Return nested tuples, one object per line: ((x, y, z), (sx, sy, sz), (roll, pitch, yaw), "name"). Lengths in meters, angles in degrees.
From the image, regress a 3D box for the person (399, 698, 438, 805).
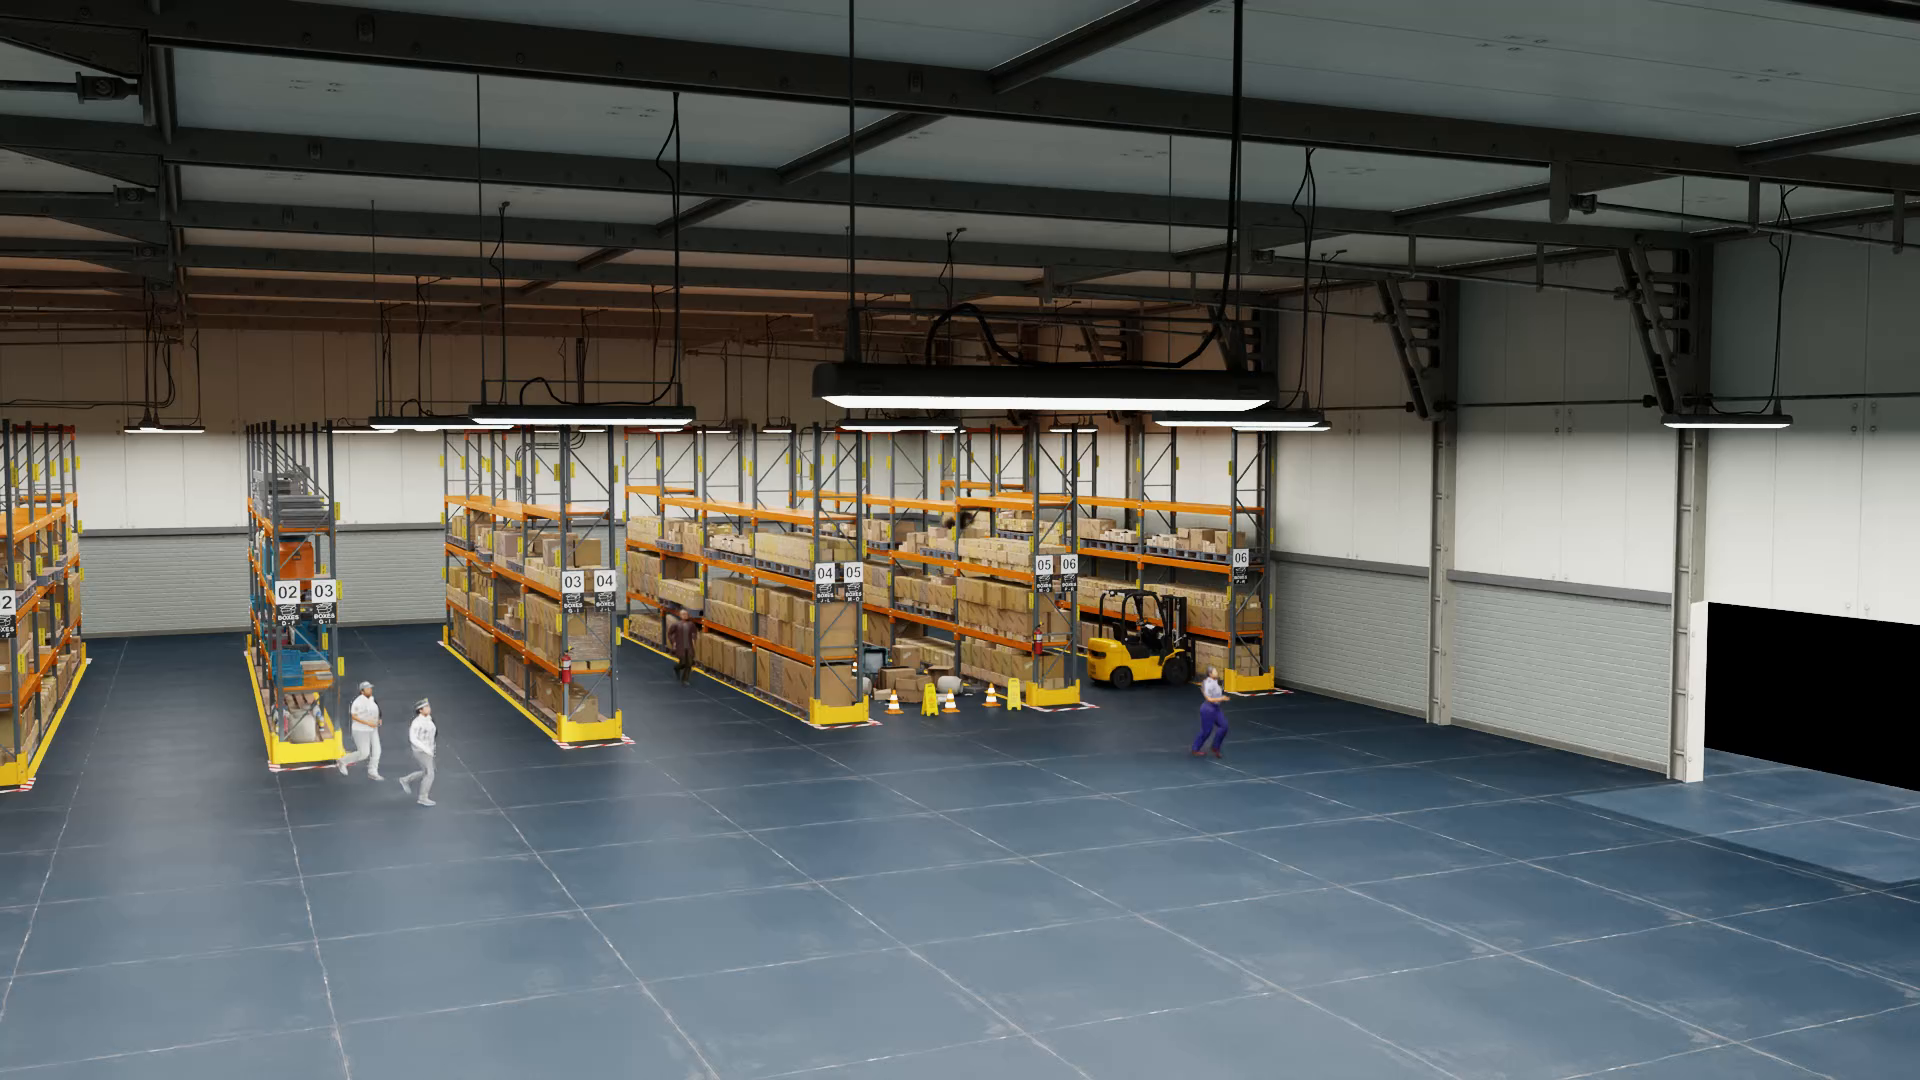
((-8.429, 3.285, 25.874), (0.601, 1.675, 0.626), (0, 4, 5), "person")

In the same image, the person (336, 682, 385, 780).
((-9.966, 3.185, 27.715), (0.766, 1.664, 0.574), (1, 4, 11), "person")

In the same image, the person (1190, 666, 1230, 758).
((4.452, 3.073, 29.497), (0.722, 1.693, 0.581), (1, 4, 22), "person")

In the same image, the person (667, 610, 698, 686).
((-6.355, 2.475, 38.255), (0.709, 1.737, 0.640), (-2, 4, -29), "person")
